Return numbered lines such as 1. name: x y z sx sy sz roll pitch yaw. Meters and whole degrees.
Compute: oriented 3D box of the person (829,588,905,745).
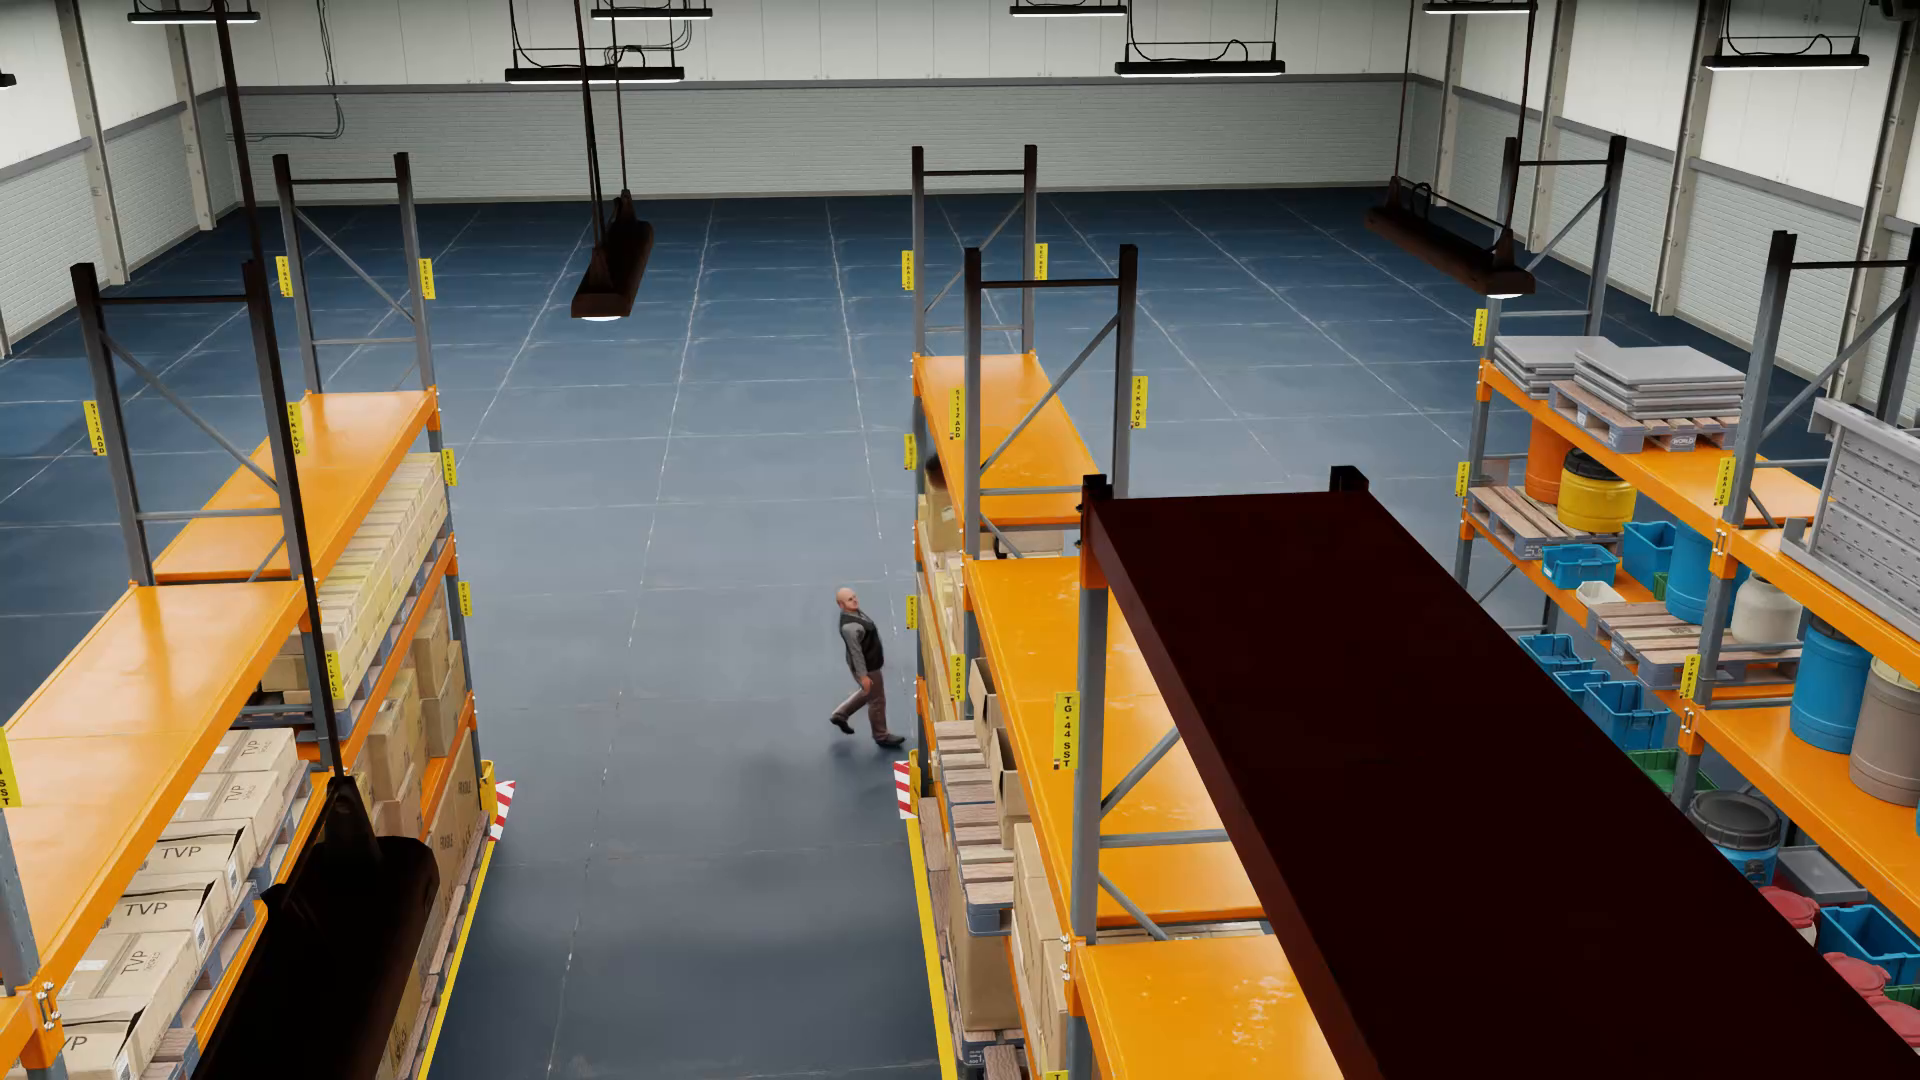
1. person: -0.916 1.243 16.235 0.715 1.687 0.586 -6 22 -14
